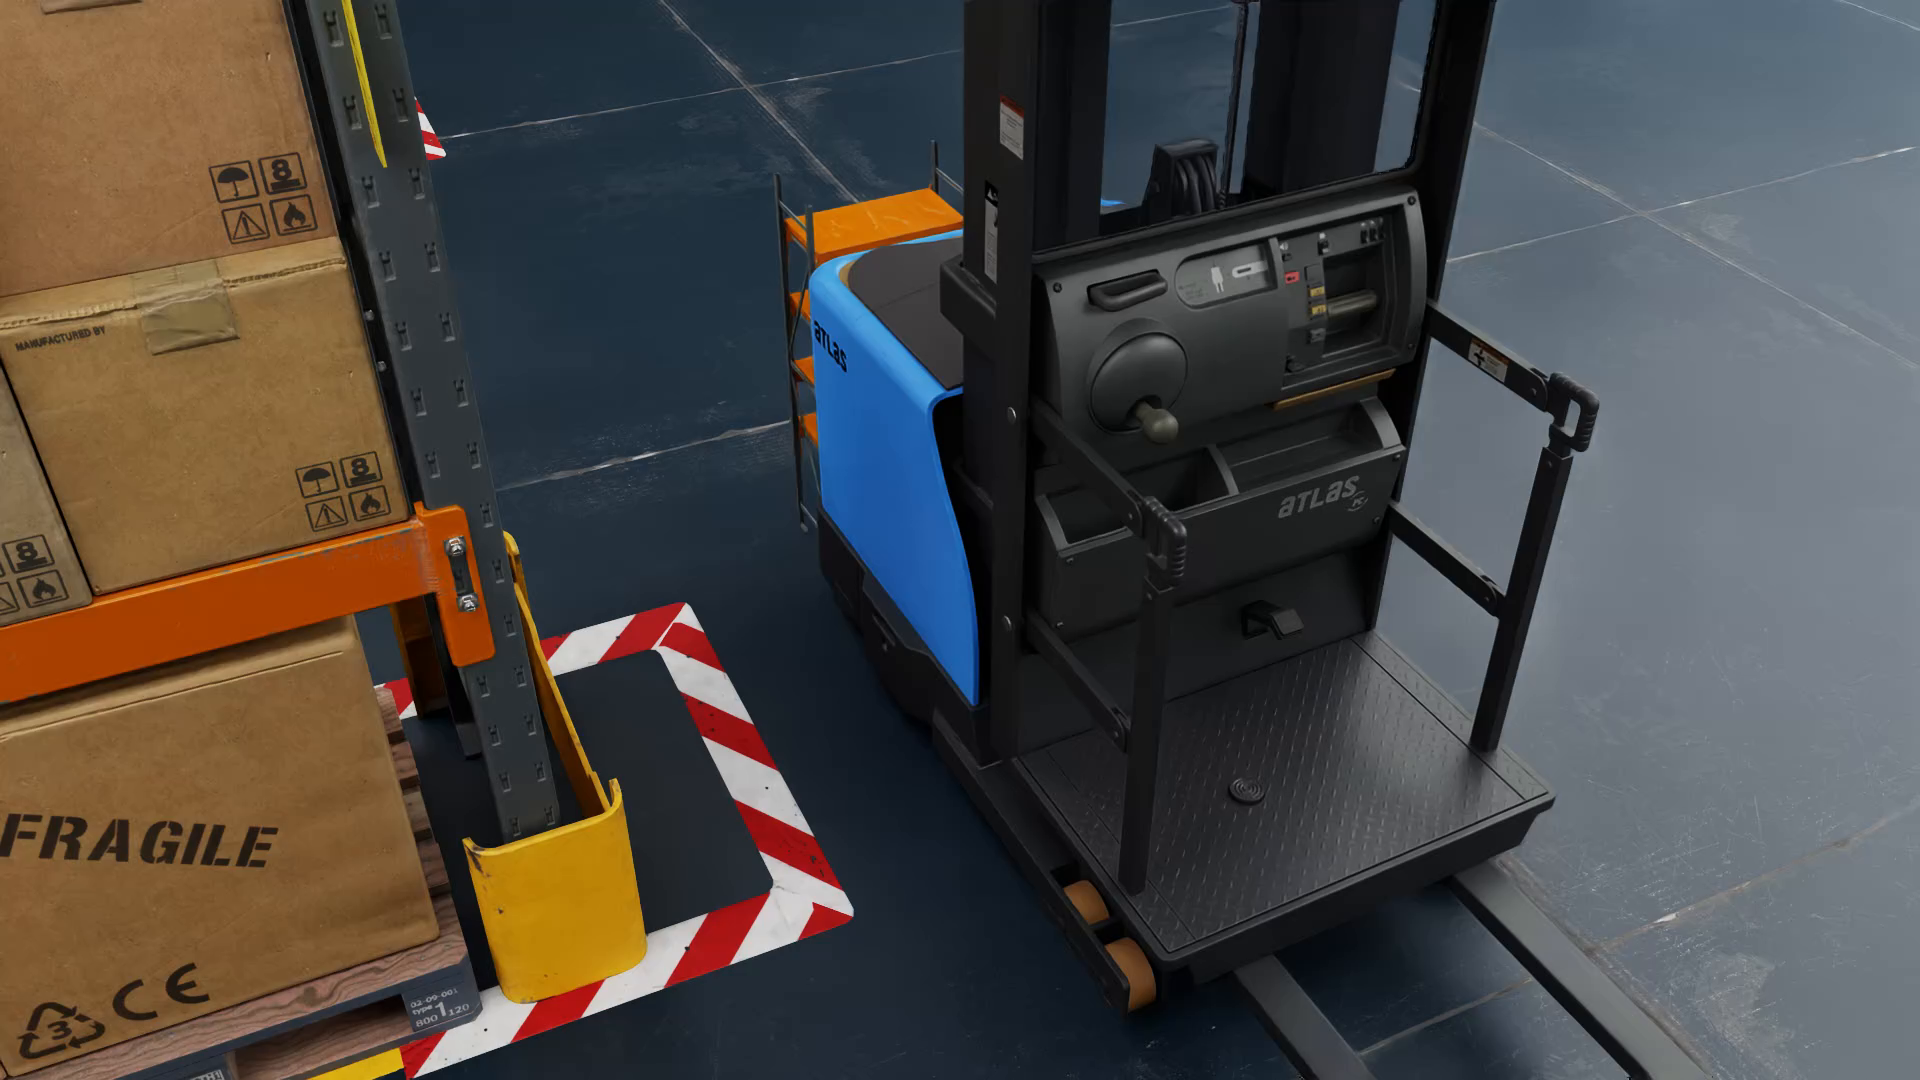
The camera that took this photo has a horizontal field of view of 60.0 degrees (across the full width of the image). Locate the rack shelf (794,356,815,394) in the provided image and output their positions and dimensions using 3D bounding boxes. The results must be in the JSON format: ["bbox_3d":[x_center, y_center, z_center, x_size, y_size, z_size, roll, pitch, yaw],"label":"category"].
[{"bbox_3d":[-0.239,-0.484,5.008,0.480,0.148,0.258,-17,40,-22],"label":"rack shelf"}]

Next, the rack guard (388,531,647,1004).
[{"bbox_3d":[-1.124,0.518,4.131,0.348,0.500,1.175,-16,39,-20],"label":"rack guard"}]

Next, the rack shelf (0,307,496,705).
[{"bbox_3d":[-2.956,0.316,2.910,4.000,0.370,1.077,-16,39,-20],"label":"rack shelf"}]

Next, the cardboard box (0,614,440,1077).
[{"bbox_3d":[-1.731,0.413,3.607,0.875,0.875,0.875,-15,39,-20],"label":"cardboard box"}]

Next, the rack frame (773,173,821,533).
[{"bbox_3d":[-0.455,-0.471,4.878,0.015,1.200,0.240,-17,40,-22],"label":"rack frame"}]

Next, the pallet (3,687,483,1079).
[{"bbox_3d":[-1.836,0.885,3.880,1.213,0.211,1.003,-16,39,-20],"label":"pallet"}]

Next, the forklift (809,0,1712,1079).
[{"bbox_3d":[0.694,-0.407,3.338,1.130,2.935,3.031,-17,40,-21],"label":"forklift"}]

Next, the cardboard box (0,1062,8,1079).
[{"bbox_3d":[-2.527,0.636,3.305,0.875,0.875,0.875,-16,40,-21],"label":"cardboard box"}]

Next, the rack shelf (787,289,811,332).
[{"bbox_3d":[-0.239,-0.664,4.875,0.480,0.148,0.258,-17,40,-22],"label":"rack shelf"}]

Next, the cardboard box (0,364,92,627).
[{"bbox_3d":[-1.951,-0.270,2.971,0.550,0.550,0.875,-16,39,-20],"label":"cardboard box"}]

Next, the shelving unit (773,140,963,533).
[{"bbox_3d":[-0.239,-0.538,4.968,0.503,1.200,0.258,-17,40,-22],"label":"shelving unit"}]

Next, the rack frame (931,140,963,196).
[{"bbox_3d":[-0.022,-0.605,5.058,0.015,1.200,0.240,-17,40,-22],"label":"rack frame"}]

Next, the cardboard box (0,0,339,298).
[{"bbox_3d":[-1.498,-0.900,2.914,0.550,0.550,0.875,-16,39,-20],"label":"cardboard box"}]

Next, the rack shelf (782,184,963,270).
[{"bbox_3d":[-0.239,-0.854,4.734,0.480,0.148,0.258,-17,40,-22],"label":"rack shelf"}]

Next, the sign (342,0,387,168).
[{"bbox_3d":[-0.928,-0.744,2.564,0.005,0.325,0.100,-16,39,-20],"label":"sign"}]

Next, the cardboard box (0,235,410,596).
[{"bbox_3d":[-1.462,-0.421,3.174,0.550,0.550,0.875,-16,39,-20],"label":"cardboard box"}]

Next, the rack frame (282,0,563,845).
[{"bbox_3d":[-1.146,-0.479,3.379,0.127,3.000,1.000,-16,39,-20],"label":"rack frame"}]

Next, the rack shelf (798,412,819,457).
[{"bbox_3d":[-0.239,-0.324,5.127,0.480,0.148,0.258,-17,40,-22],"label":"rack shelf"}]
